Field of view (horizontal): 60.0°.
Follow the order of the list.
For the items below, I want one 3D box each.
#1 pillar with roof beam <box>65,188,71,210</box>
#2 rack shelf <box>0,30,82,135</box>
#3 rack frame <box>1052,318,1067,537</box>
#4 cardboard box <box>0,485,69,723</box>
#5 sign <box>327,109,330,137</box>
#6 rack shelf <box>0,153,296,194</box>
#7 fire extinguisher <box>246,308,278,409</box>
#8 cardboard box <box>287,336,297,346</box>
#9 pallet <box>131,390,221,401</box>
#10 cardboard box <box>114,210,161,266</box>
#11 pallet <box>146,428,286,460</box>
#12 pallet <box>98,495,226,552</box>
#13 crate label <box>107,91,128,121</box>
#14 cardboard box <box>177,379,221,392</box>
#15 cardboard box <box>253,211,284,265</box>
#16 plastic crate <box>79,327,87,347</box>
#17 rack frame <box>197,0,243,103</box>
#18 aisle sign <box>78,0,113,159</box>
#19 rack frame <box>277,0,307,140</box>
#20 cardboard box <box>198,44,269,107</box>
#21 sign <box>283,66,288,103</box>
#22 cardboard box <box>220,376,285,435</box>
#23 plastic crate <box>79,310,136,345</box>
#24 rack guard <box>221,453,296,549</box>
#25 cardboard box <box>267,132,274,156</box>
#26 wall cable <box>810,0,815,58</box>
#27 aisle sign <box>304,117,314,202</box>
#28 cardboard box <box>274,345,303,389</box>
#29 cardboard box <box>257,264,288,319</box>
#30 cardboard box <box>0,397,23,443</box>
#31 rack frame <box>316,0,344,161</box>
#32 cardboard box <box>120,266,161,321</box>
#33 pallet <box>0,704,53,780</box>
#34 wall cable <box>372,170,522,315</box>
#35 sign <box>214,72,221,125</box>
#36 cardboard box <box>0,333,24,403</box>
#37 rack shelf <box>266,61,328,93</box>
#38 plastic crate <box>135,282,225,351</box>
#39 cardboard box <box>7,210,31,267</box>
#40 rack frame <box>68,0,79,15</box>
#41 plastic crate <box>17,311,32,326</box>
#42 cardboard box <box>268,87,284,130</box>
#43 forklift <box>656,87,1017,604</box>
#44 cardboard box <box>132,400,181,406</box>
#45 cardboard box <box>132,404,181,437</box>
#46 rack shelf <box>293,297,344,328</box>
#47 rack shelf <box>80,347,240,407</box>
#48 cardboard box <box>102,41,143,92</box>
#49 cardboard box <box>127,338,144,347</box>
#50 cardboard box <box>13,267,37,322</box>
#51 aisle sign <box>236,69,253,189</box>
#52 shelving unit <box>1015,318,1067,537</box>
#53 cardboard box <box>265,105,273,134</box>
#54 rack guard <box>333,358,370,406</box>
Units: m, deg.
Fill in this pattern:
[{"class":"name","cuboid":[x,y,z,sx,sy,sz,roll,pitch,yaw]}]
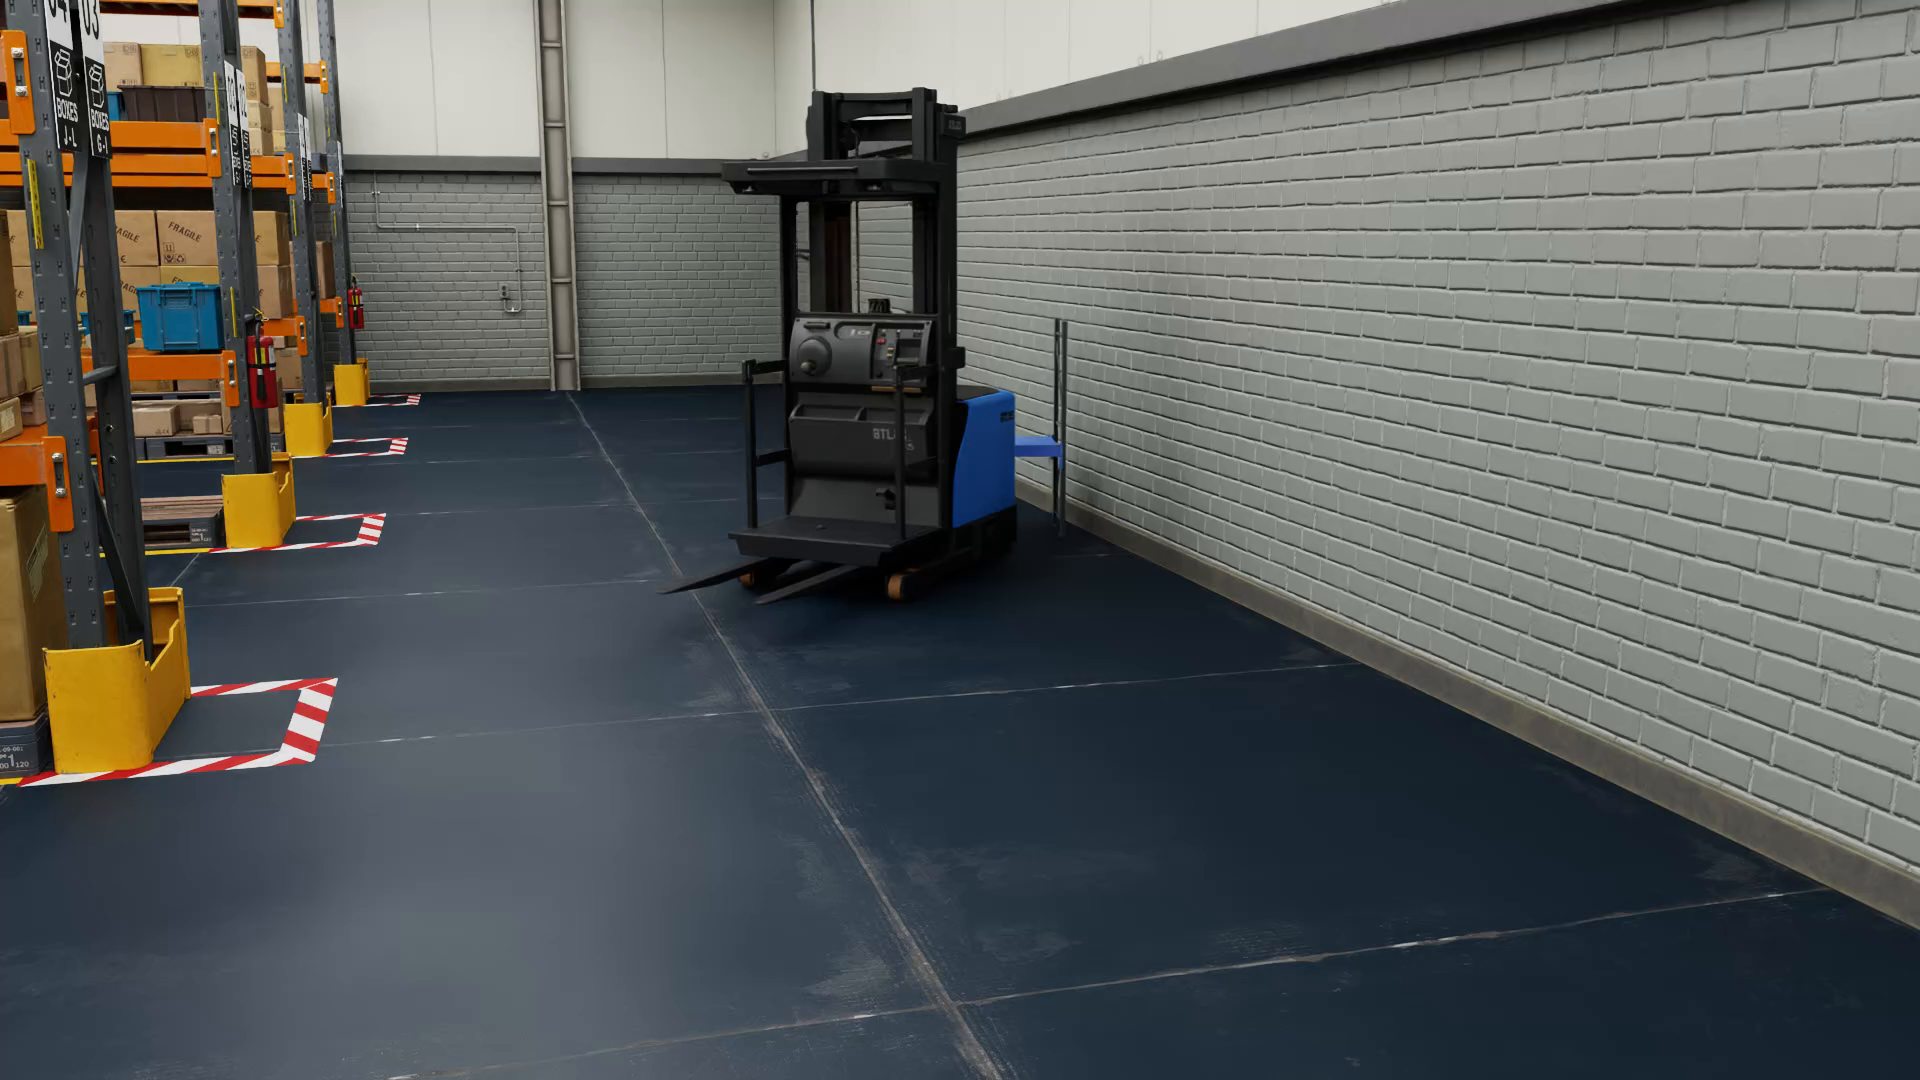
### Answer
[{"class":"pillar with roof beam","cuboid":[-9.943,-5.427,16.174,0.400,9.000,9.100,-3,11,-16]},{"class":"rack shelf","cuboid":[-5.503,-1.679,6.084,4.000,0.370,1.077,-3,11,-16]},{"class":"rack frame","cuboid":[0.706,-0.804,11.769,0.032,1.500,0.500,-1,10,-3]},{"class":"cardboard box","cuboid":[-4.175,0.226,6.743,0.875,0.875,0.875,-3,11,-16]},{"class":"sign","cuboid":[-7.598,-5.019,20.011,0.005,0.325,0.100,-3,11,-16]},{"class":"rack shelf","cuboid":[-8.268,-3.401,15.439,4.000,0.370,1.077,-3,11,-16]},{"class":"fire extinguisher","cuboid":[-4.695,-1.227,11.170,0.183,0.674,0.296,-3,11,-16]},{"class":"cardboard box","cuboid":[-8.316,-2.527,20.938,0.250,0.149,0.380,-3,11,-16]},{"class":"pallet","cuboid":[-9.651,-1.755,20.499,1.213,0.211,1.003,-3,11,-16]},{"class":"cardboard box","cuboid":[-7.680,-2.799,15.427,0.500,0.500,0.500,-3,11,-14]},{"class":"pallet","cuboid":[-7.186,-0.965,16.207,1.213,0.211,1.003,-3,11,-16]},{"class":"pallet","cuboid":[-5.769,-0.113,11.580,1.213,0.211,1.003,-3,11,-16]},{"class":"crate label","cuboid":[-5.943,-2.931,11.311,0.502,0.251,0.408,-3,11,-16]},{"class":"cardboard box","cuboid":[-9.343,-2.115,20.497,0.500,0.500,0.700,-3,11,-18]},{"class":"cardboard box","cuboid":[-6.698,-2.852,15.714,0.500,0.500,0.500,-3,11,-16]},{"class":"plastic crate","cuboid":[-5.981,-1.335,11.074,0.243,0.136,0.396,-3,11,-16]},{"class":"rack frame","cuboid":[-4.967,-4.470,10.974,0.127,3.000,1.000,-3,11,-16]},{"class":"aisle sign","cuboid":[-3.597,-1.993,6.908,0.004,0.787,0.394,-3,11,-16]},{"class":"rack frame","cuboid":[-6.348,-5.332,15.652,0.127,3.000,1.000,-3,11,-16]},{"class":"cardboard box","cuboid":[-6.836,-4.368,15.668,0.500,0.500,0.700,-3,11,-16]},{"class":"sign","cuboid":[-6.212,-4.194,15.314,0.005,0.325,0.100,-3,11,-16]},{"class":"cardboard box","cuboid":[-6.801,-1.298,16.000,0.500,0.500,0.500,-3,11,-16]},{"class":"plastic crate","cuboid":[-5.928,-1.478,11.589,0.300,0.233,0.416,-3,11,-16]},{"class":"rack guard","cuboid":[-4.947,-0.294,11.762,0.348,0.500,1.175,-3,11,-16]},{"class":"cardboard box","cuboid":[-6.912,-3.801,16.036,0.500,0.250,0.500,-3,11,-16]},{"class":"wall cable","cuboid":[-1.449,-6.903,18.816,0.112,2.526,3.097,-3,11,-16]},{"class":"aisle sign","cuboid":[-6.364,-3.714,16.256,0.004,0.787,0.394,-3,11,-16]},{"class":"cardboard box","cuboid":[-8.380,-2.166,20.774,0.500,0.500,0.700,-3,11,-16]},{"class":"cardboard box","cuboid":[-6.702,-2.360,15.806,0.500,0.500,0.500,-3,11,-14]},{"class":"cardboard box","cuboid":[-3.832,-0.460,6.454,0.250,0.149,0.380,-3,11,-15]},{"class":"rack frame","cuboid":[-7.736,-6.192,20.329,0.127,3.000,1.000,-3,11,-16]},{"class":"cardboard box","cuboid":[-7.679,-2.309,15.528,0.500,0.500,0.500,-3,11,-15]},{"class":"pallet","cuboid":[-4.328,0.767,6.799,1.213,0.211,1.003,-3,11,-16]},{"class":"wall cable","cuboid":[-6.771,-3.971,22.025,1.851,1.984,0.084,-3,11,-16]},{"class":"sign","cuboid":[-4.797,-2.849,10.740,0.005,0.325,0.100,-3,11,-16]},{"class":"cardboard box","cuboid":[-3.974,-0.661,6.443,0.500,0.250,0.500,-3,11,-17]},{"class":"rack shelf","cuboid":[-9.656,-5.541,19.881,4.000,0.370,1.077,-3,11,-16]},{"class":"plastic crate","cuboid":[-5.236,-1.517,11.240,0.499,0.435,0.616,-3,11,-16]},{"class":"cardboard box","cuboid":[-8.668,-2.747,15.143,0.500,0.500,0.500,-3,11,-18]},{"class":"rack frame","cuboid":[-3.582,-3.609,6.297,0.127,3.000,1.000,-3,11,-16]},{"class":"plastic crate","cuboid":[-6.560,-1.445,11.408,0.300,0.233,0.416,-3,11,-16]},{"class":"cardboard box","cuboid":[-8.362,-5.184,20.040,0.500,0.500,0.500,-3,11,-16]},{"class":"forklift","cuboid":[-0.686,-1.172,9.815,1.130,2.935,3.031,5,11,24]},{"class":"cardboard box","cuboid":[-7.909,-1.216,16.248,0.500,0.250,0.500,-3,11,-16]},{"class":"cardboard box","cuboid":[-7.721,-1.132,15.790,0.500,0.250,0.500,-3,11,-16]},{"class":"rack shelf","cuboid":[-9.656,-2.787,20.388,4.000,0.370,1.077,-3,11,-16]},{"class":"rack shelf","cuboid":[-6.887,-1.065,11.033,4.000,0.370,1.077,-3,11,-16]},{"class":"cardboard box","cuboid":[-7.790,-4.314,15.372,0.500,0.500,0.700,-3,11,-16]},{"class":"cardboard box","cuboid":[-9.949,-2.368,20.076,0.250,0.149,0.380,-3,11,-18]},{"class":"cardboard box","cuboid":[-8.651,-2.258,15.249,0.500,0.500,0.500,-3,11,-16]},{"class":"aisle sign","cuboid":[-4.981,-2.854,11.582,0.004,0.787,0.394,-3,11,-16]},{"class":"shelving unit","cuboid":[0.198,-0.798,11.739,1.048,1.500,0.538,-1,10,-3]},{"class":"cardboard box","cuboid":[-6.914,-4.048,15.997,0.500,0.250,0.500,-3,11,-16]},{"class":"rack guard","cuboid":[-7.713,-2.014,21.105,0.348,0.500,1.175,-3,11,-16]}]
